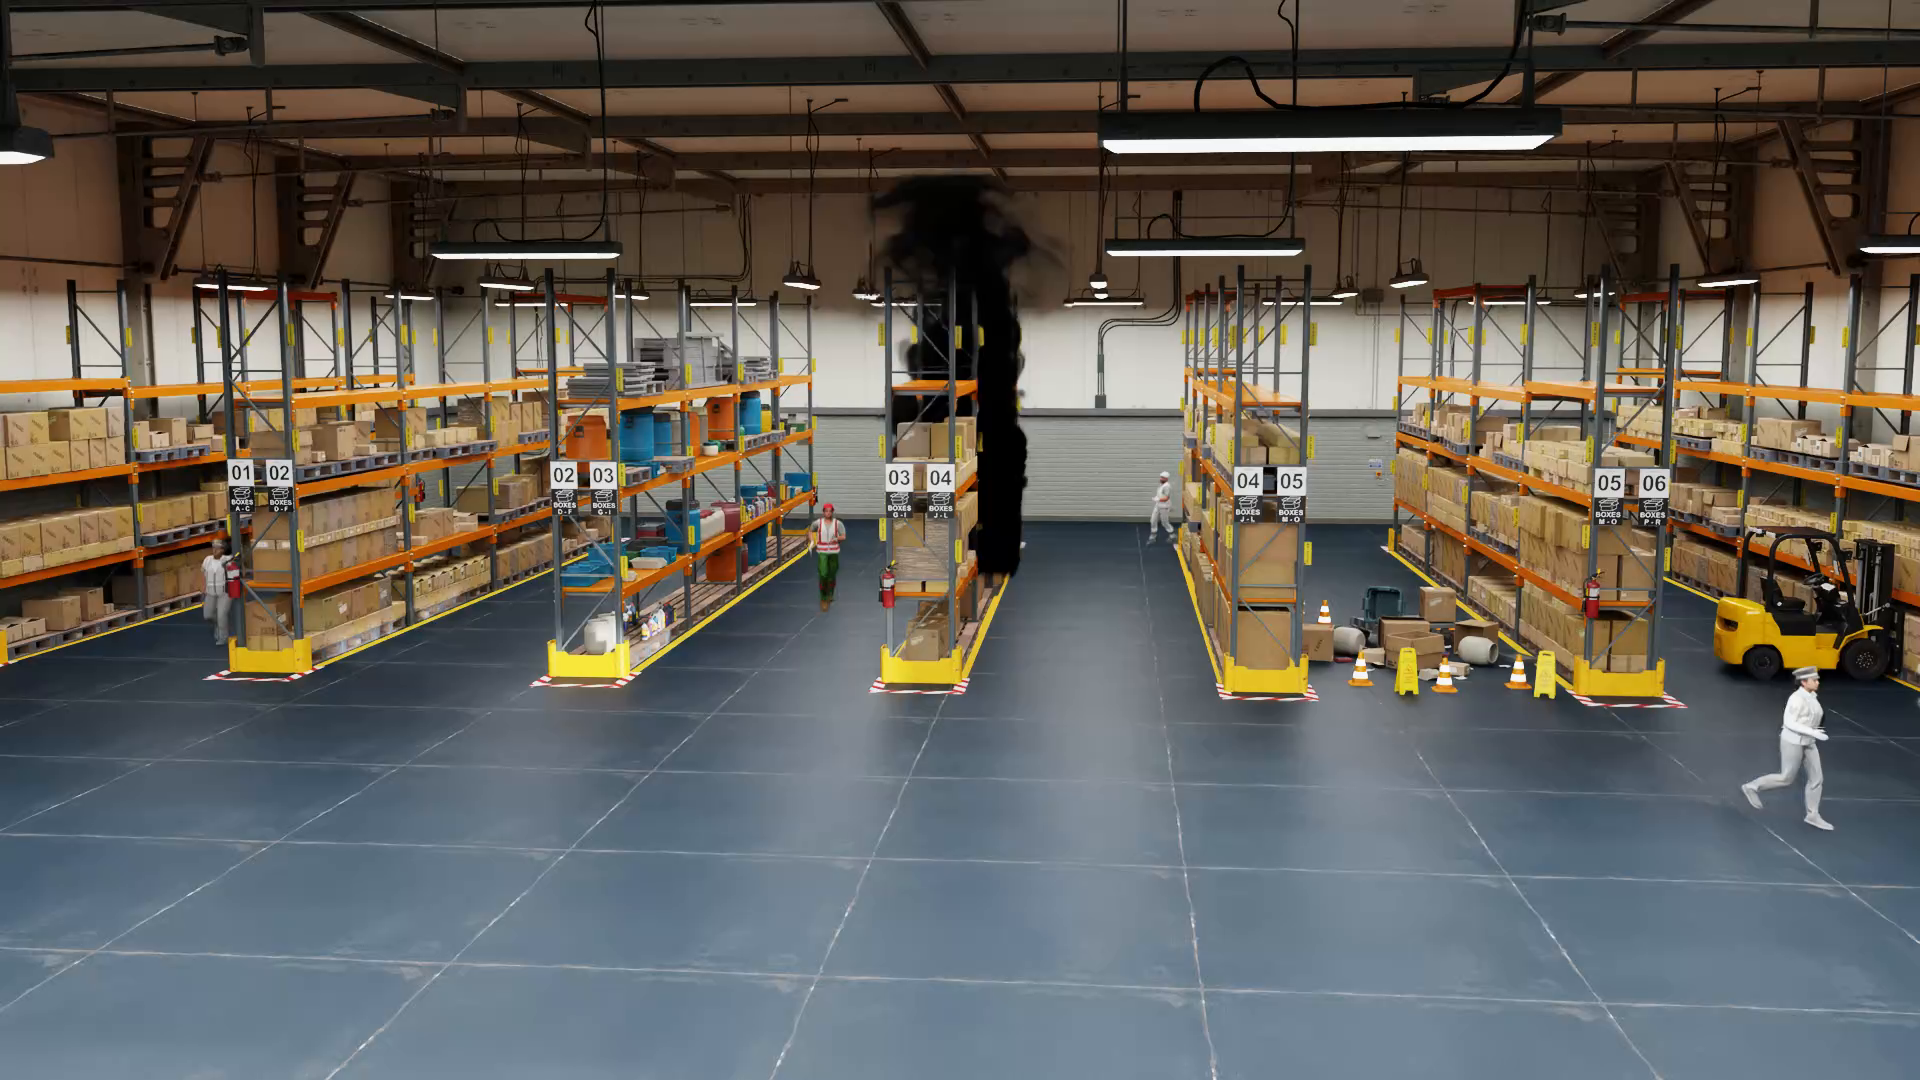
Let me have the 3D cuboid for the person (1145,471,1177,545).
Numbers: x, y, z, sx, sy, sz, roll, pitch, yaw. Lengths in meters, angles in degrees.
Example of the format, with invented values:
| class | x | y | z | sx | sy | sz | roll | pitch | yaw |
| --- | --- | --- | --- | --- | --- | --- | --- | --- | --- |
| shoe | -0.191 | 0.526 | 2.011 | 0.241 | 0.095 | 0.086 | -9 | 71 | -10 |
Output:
| class | x | y | z | sx | sy | sz | roll | pitch | yaw |
| --- | --- | --- | --- | --- | --- | --- | --- | --- | --- |
| person | 4.944 | -0.762 | 40.259 | 0.813 | 1.810 | 0.667 | -2 | 7 | -19 |

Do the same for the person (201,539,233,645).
| class | x | y | z | sx | sy | sz | roll | pitch | yaw |
| --- | --- | --- | --- | --- | --- | --- | --- | --- | --- |
| person | -12.109 | 0.842 | 27.180 | 0.644 | 1.737 | 0.574 | -1 | 7 | -4 |

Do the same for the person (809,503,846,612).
| class | x | y | z | sx | sy | sz | roll | pitch | yaw |
| --- | --- | --- | --- | --- | --- | --- | --- | --- | --- |
| person | -2.322 | 0.292 | 29.244 | 0.642 | 1.890 | 0.736 | -1 | 7 | -11 |

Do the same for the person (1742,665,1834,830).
| class | x | y | z | sx | sy | sz | roll | pitch | yaw |
| --- | --- | --- | --- | --- | --- | --- | --- | --- | --- |
| person | 8.597 | 2.093 | 17.173 | 0.602 | 1.680 | 0.899 | -6 | 9 | -39 |
